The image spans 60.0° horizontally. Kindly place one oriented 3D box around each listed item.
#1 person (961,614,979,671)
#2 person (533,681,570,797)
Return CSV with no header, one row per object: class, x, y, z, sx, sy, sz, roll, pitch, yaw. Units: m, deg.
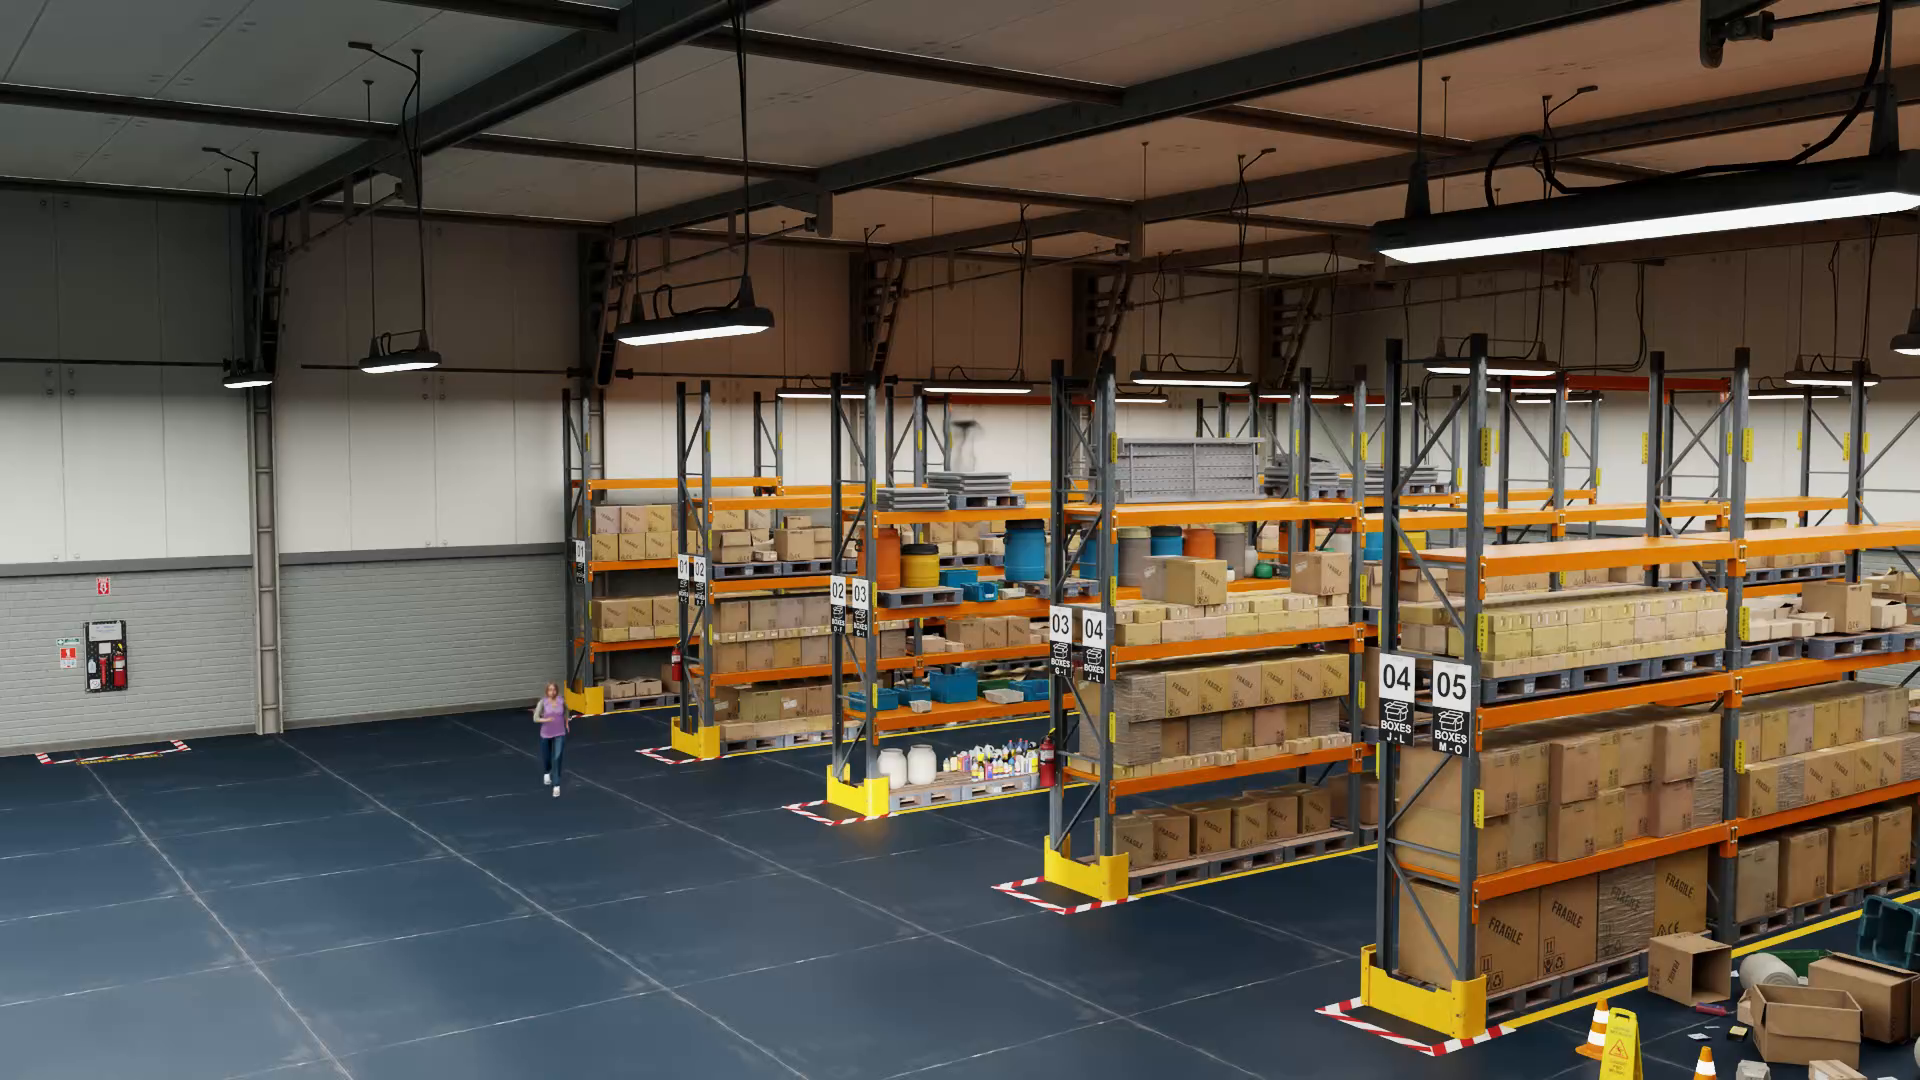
person,0.256,2.235,31.889,0.991,1.763,0.694,-3,5,-40
person,-5.844,2.810,23.823,0.534,1.593,0.890,-1,4,-20
